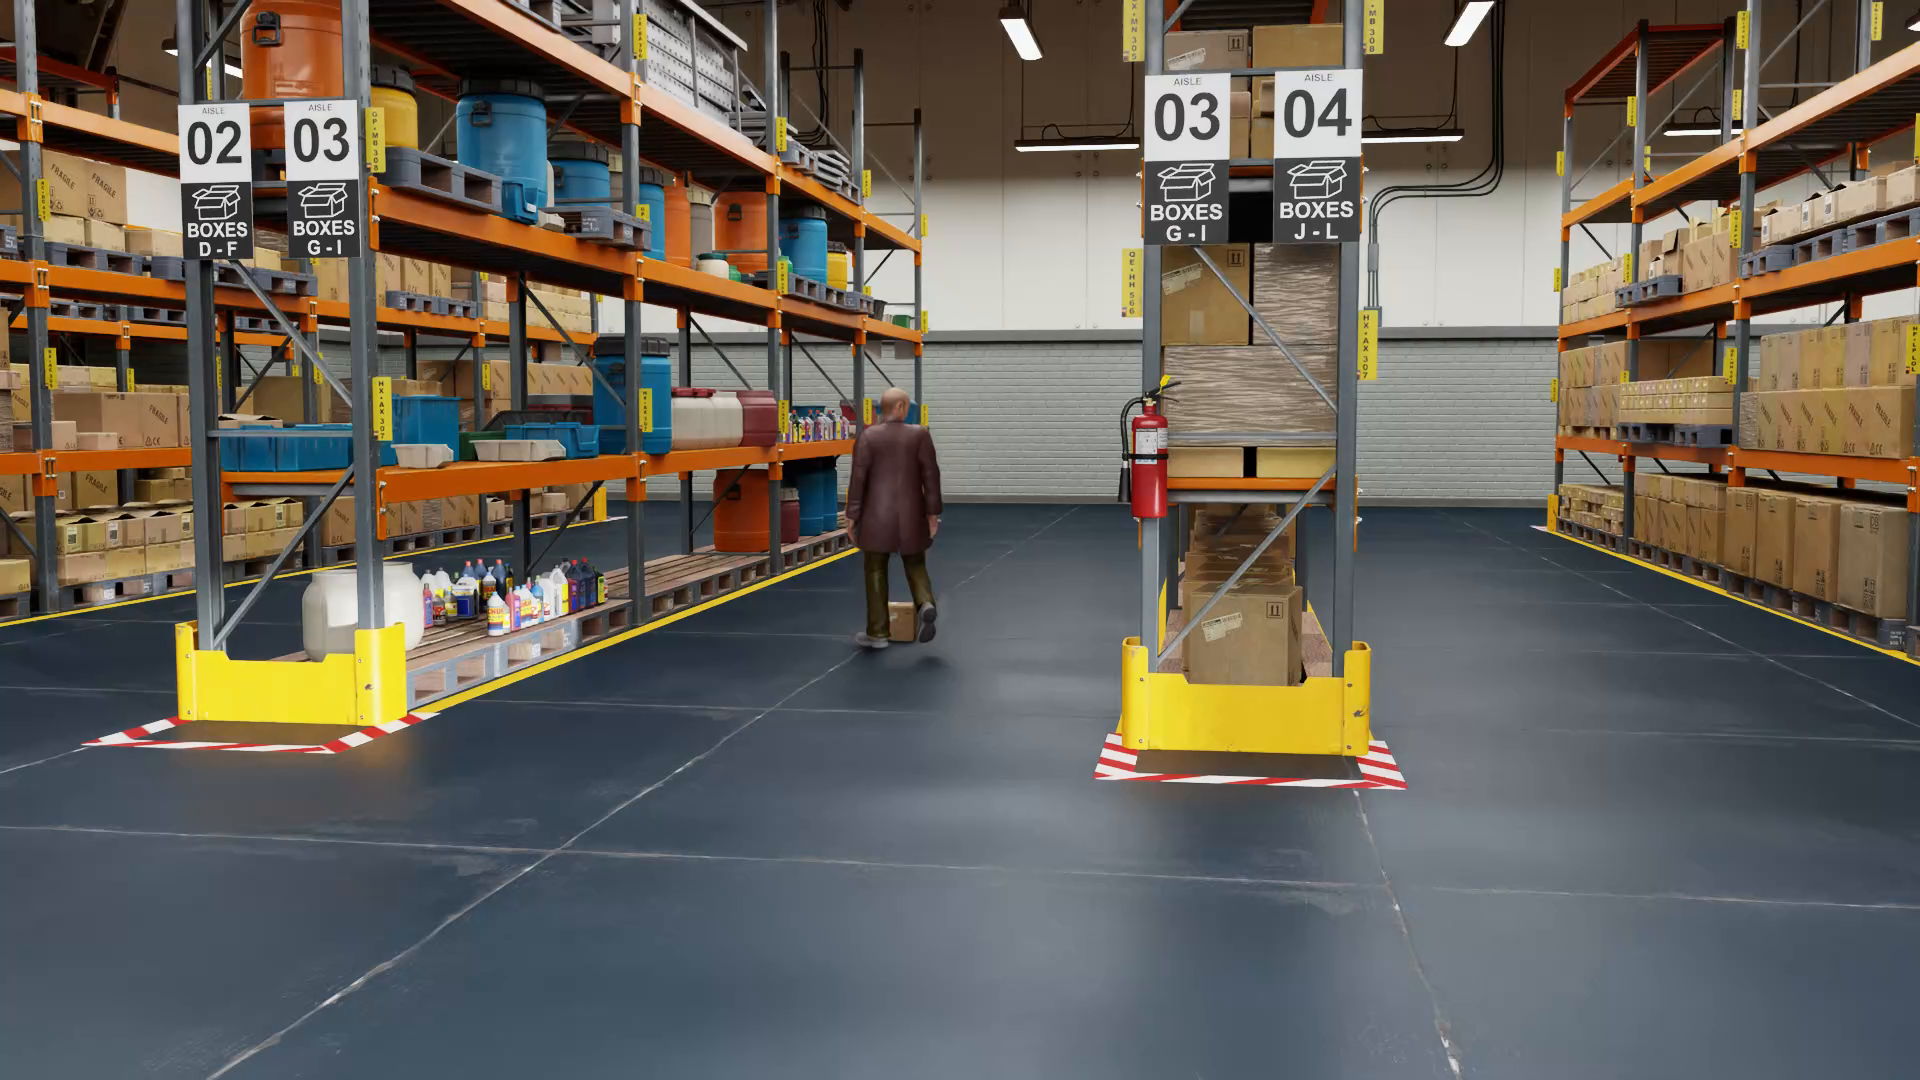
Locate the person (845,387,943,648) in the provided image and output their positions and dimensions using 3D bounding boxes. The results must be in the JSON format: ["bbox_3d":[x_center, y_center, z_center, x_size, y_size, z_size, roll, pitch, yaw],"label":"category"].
[{"bbox_3d":[-0.440,-0.145,11.263,0.649,1.772,0.674,-1,5,-16],"label":"person"}]
